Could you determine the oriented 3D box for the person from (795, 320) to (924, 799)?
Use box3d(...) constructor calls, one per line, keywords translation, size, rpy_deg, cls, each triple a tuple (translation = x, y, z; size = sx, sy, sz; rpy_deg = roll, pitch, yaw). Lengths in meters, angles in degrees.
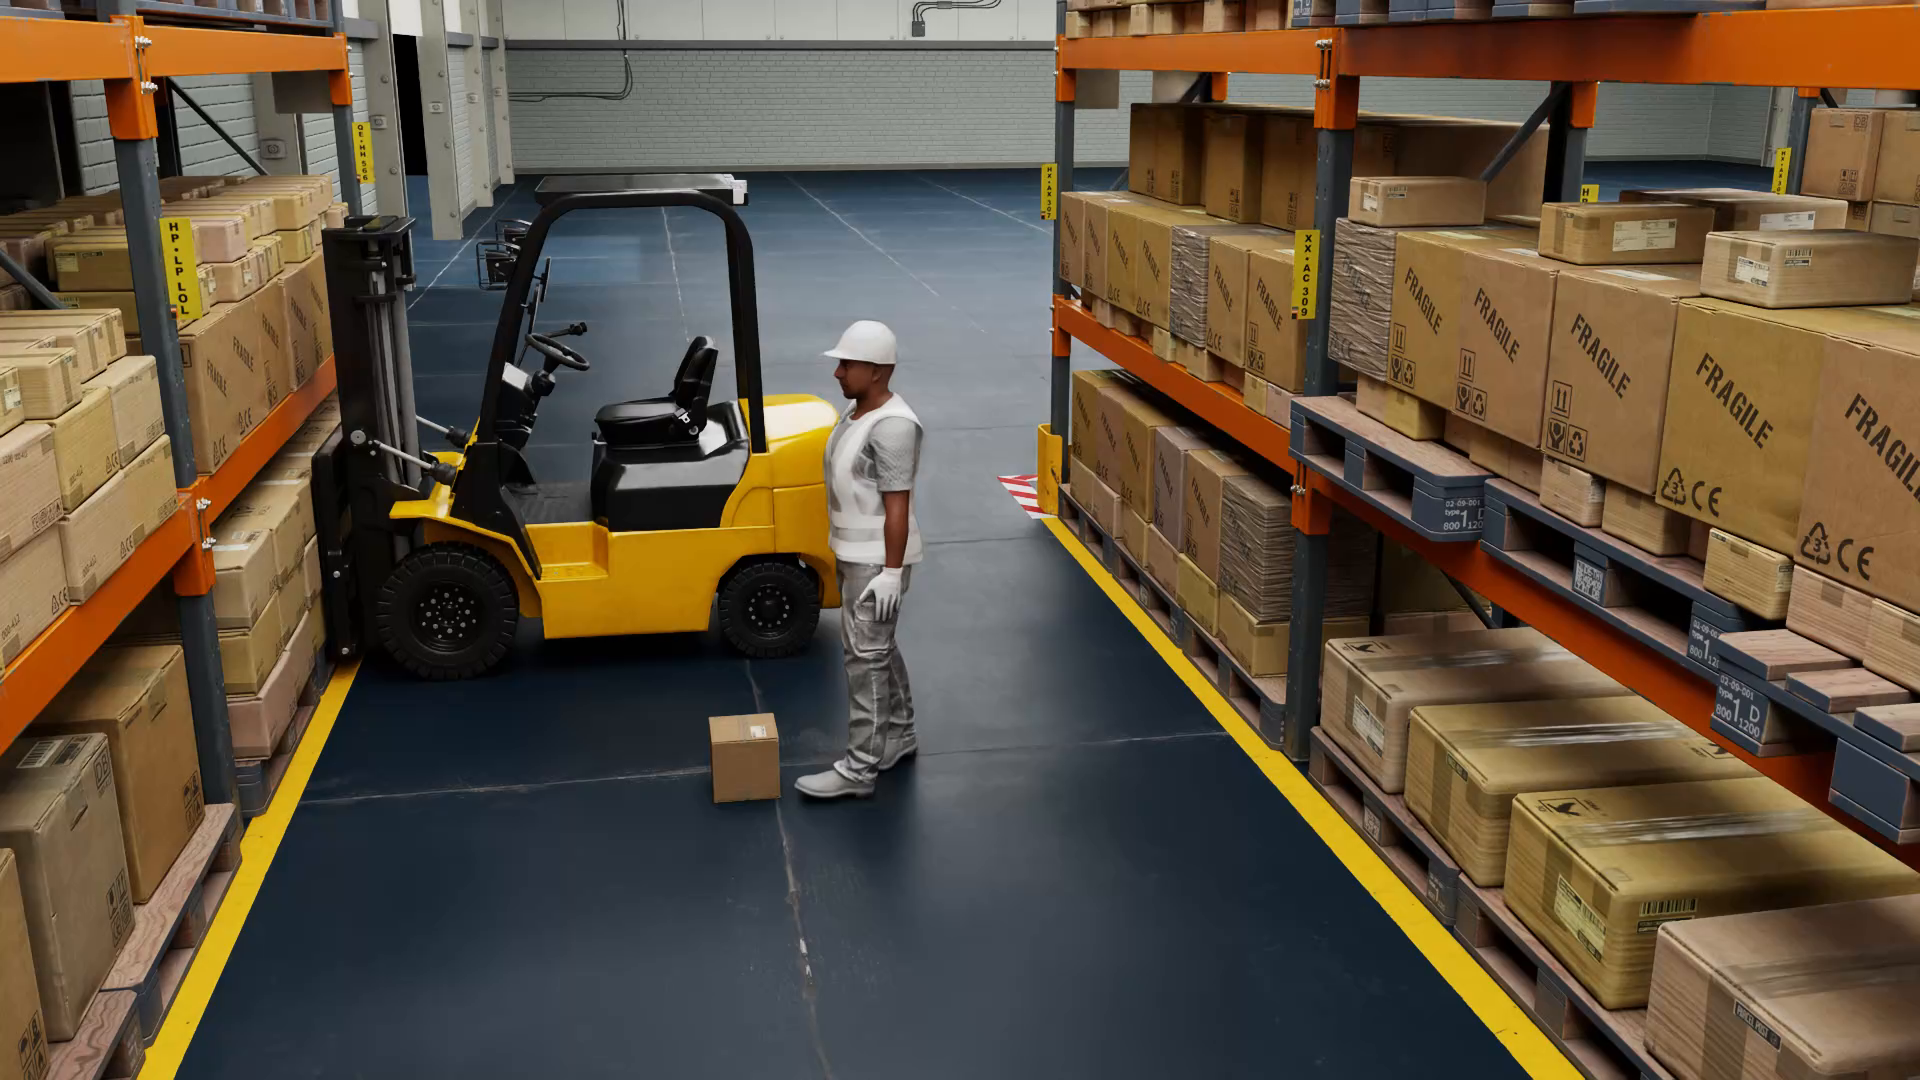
box3d(translation=(-0.385, 0.076, 6.225), size=(0.555, 1.789, 0.581), rpy_deg=(-5, 17, -16), cls="person")
